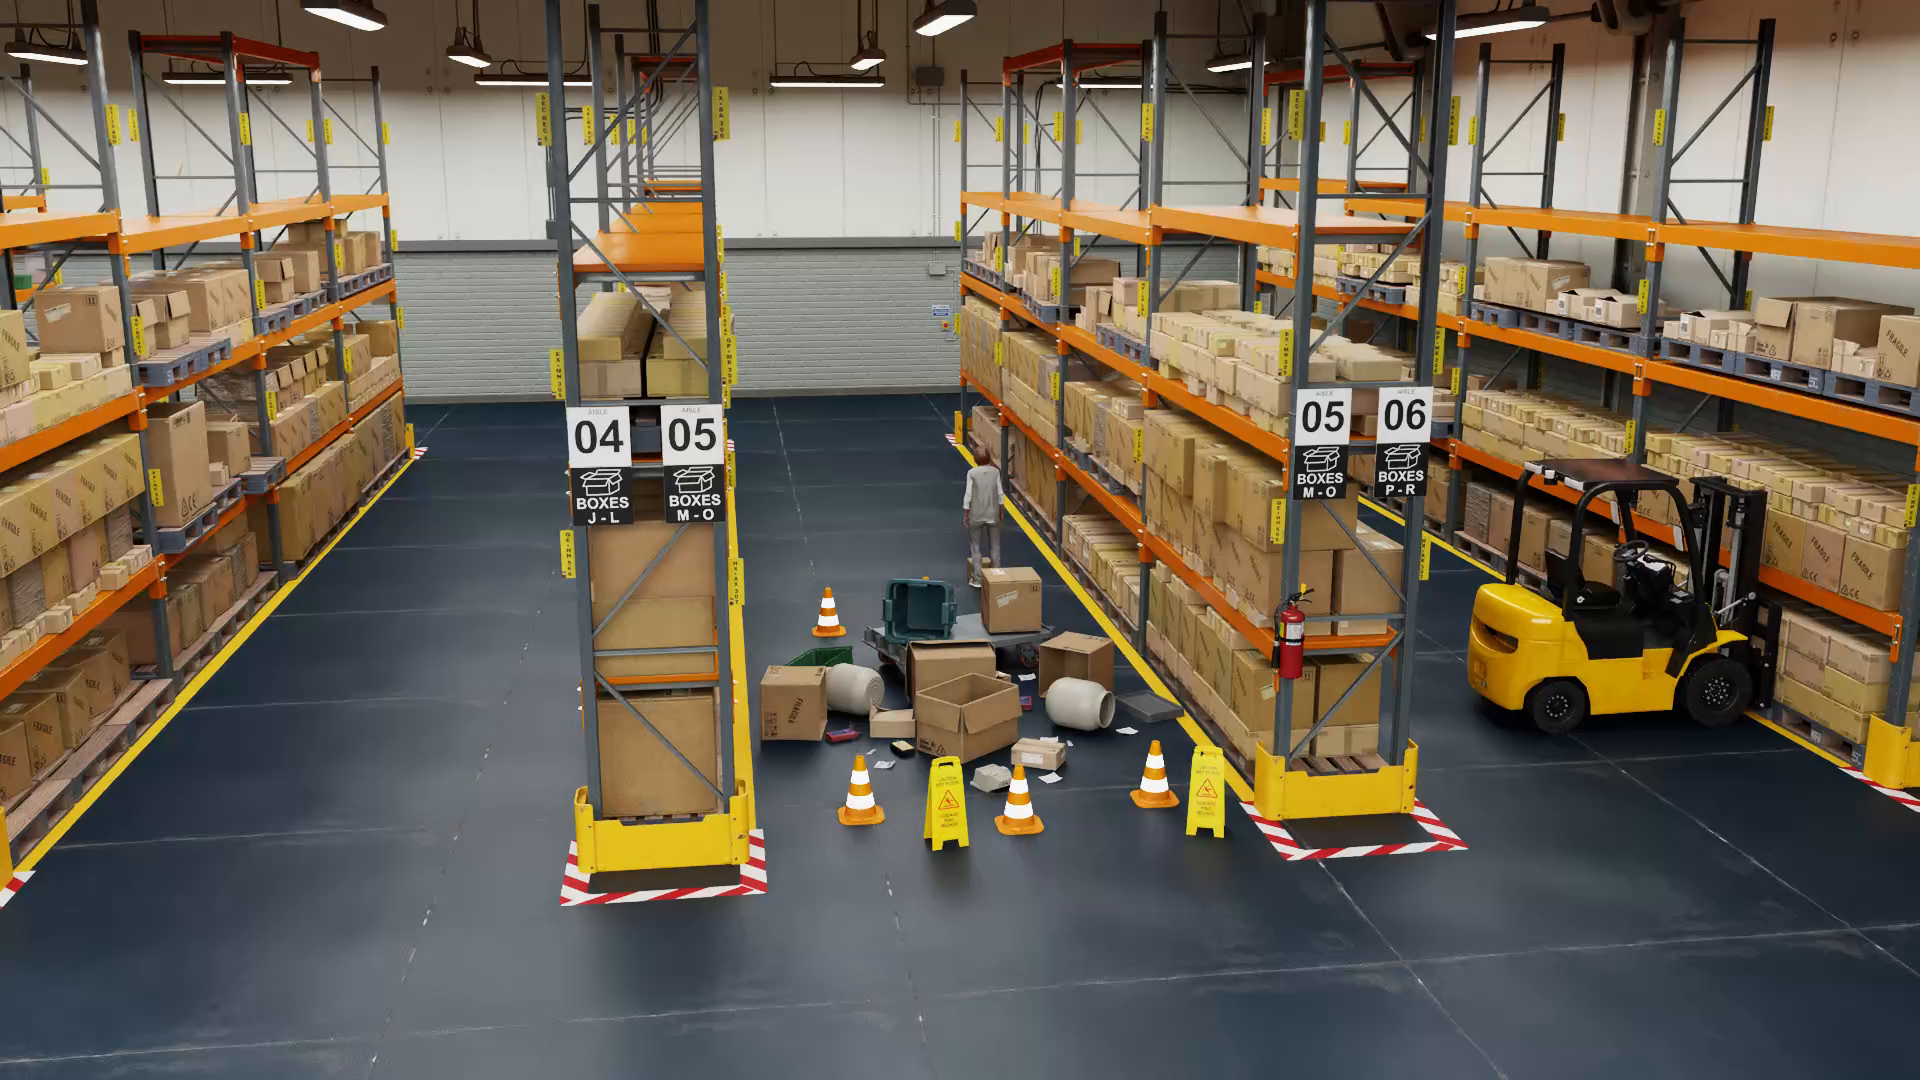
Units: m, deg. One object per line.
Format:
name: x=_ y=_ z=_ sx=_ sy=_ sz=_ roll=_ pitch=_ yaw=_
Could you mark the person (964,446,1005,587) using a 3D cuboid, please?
person: x=0.268 y=-0.250 z=18.564 sx=0.469 sy=1.591 sz=0.366 roll=-2 pitch=14 yaw=-9
